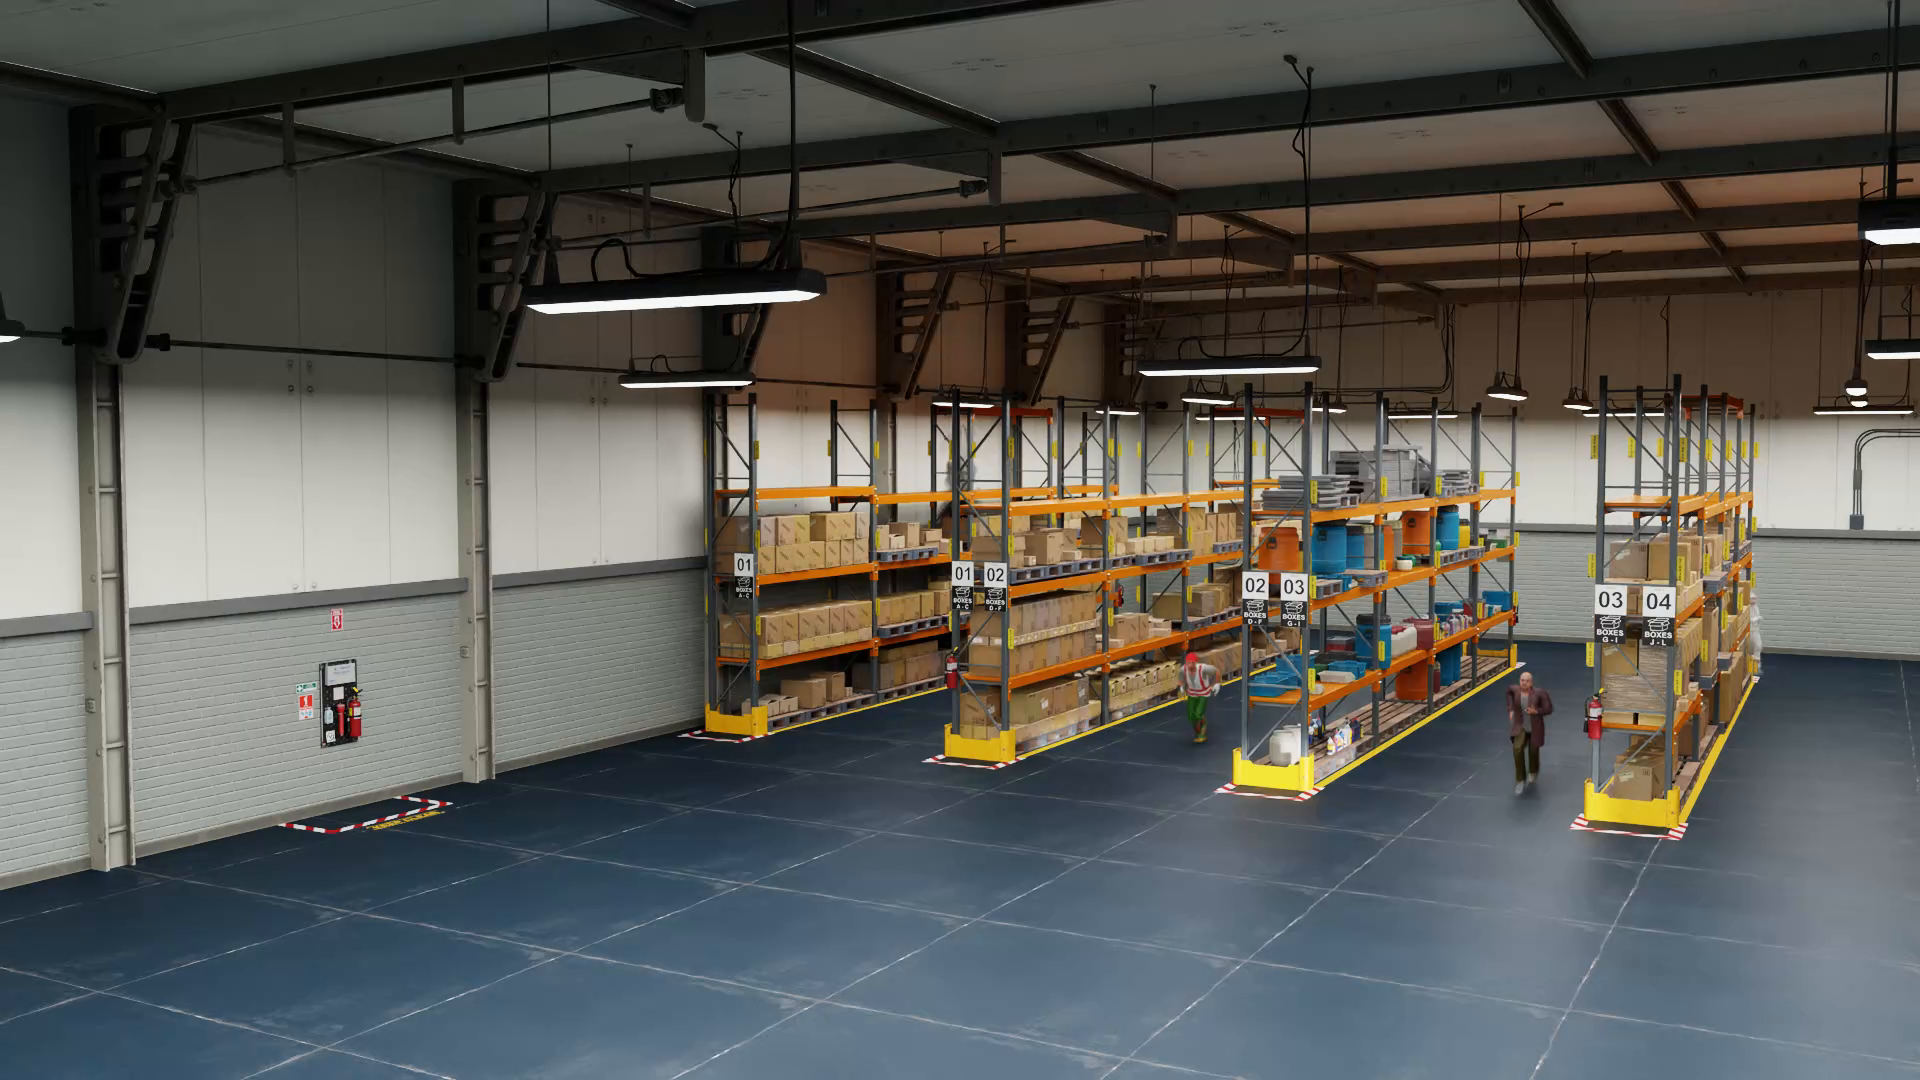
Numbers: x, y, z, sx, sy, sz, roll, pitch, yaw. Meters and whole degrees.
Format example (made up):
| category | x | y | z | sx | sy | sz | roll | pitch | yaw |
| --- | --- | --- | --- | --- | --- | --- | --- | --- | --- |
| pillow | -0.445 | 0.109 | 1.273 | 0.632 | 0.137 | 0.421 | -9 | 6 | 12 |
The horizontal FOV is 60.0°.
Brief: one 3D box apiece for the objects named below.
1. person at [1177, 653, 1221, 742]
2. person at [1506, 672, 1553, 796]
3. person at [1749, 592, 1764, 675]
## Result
| category | x | y | z | sx | sy | sz | roll | pitch | yaw |
| --- | --- | --- | --- | --- | --- | --- | --- | --- | --- |
| person | 4.038 | 2.682 | 28.192 | 0.683 | 1.592 | 0.841 | 2 | 3 | 28 |
| person | 8.378 | 2.815 | 24.471 | 0.700 | 1.801 | 1.046 | 2 | 3 | 26 |
| person | 17.710 | 2.087 | 37.340 | 0.657 | 1.845 | 0.875 | -1 | 3 | -18 |
